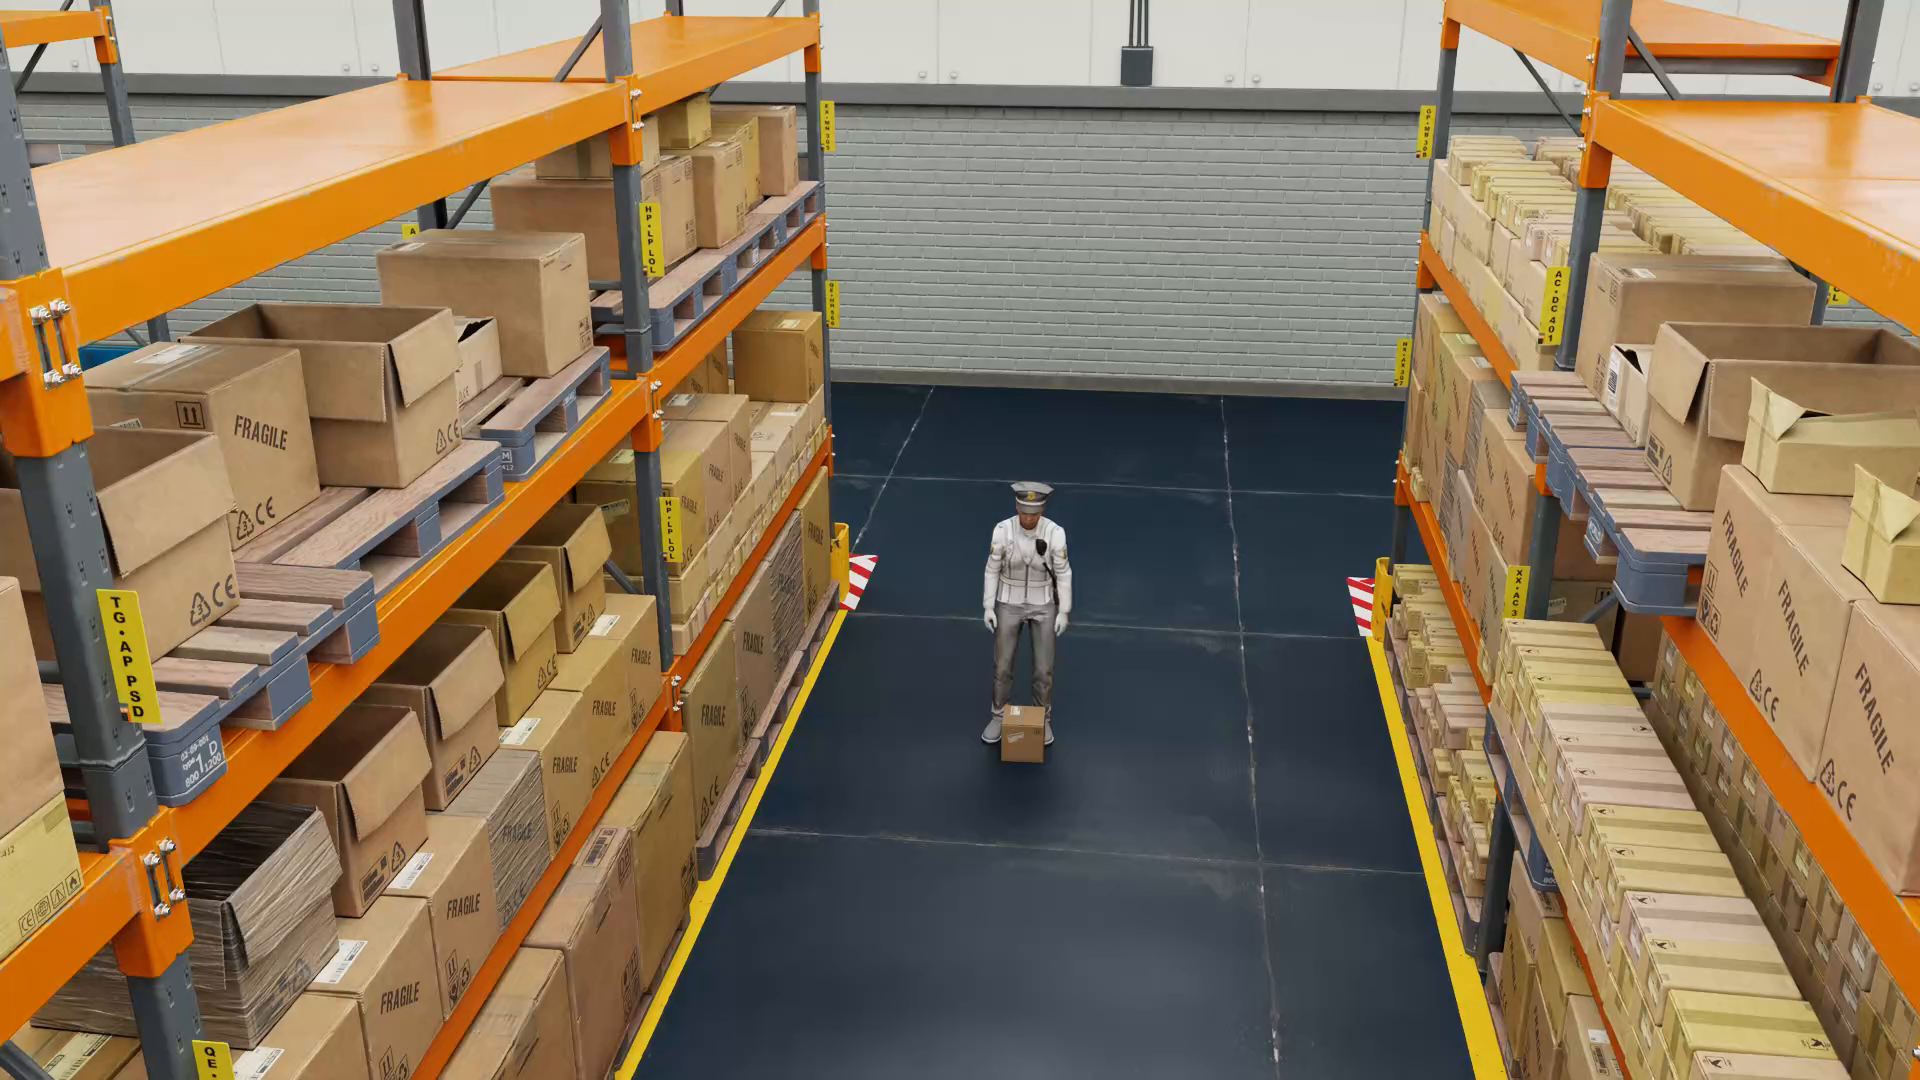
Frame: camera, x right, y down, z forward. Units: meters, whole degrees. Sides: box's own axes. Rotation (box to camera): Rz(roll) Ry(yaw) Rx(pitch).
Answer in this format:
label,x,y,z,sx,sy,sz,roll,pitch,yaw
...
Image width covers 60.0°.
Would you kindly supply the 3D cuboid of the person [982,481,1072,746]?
label,x,y,z,sx,sy,sz,roll,pitch,yaw
person,0.402,0.426,9.988,0.529,1.663,0.376,2,21,6
